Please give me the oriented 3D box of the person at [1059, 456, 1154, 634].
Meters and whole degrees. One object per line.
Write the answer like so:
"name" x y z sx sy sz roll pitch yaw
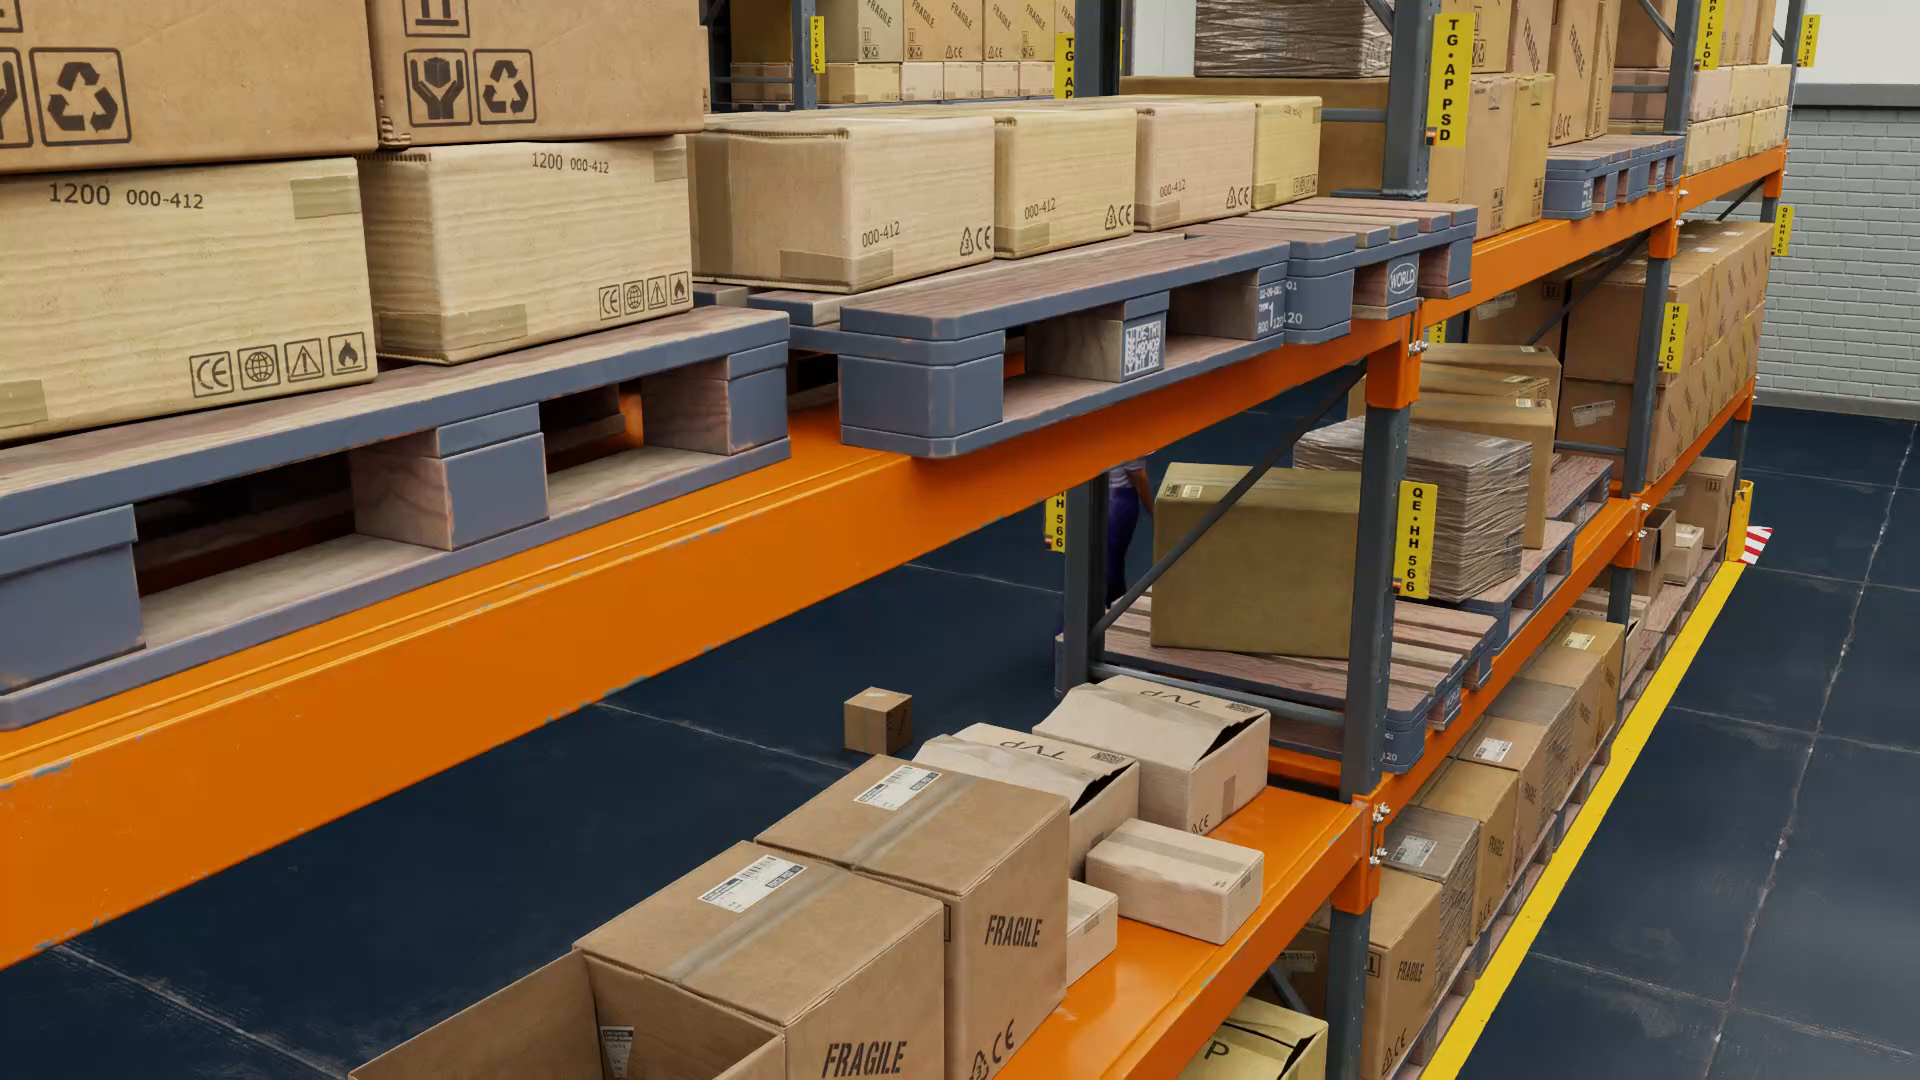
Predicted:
"person" 0.864 -0.169 9.630 0.482 1.590 1.025 15 22 41
